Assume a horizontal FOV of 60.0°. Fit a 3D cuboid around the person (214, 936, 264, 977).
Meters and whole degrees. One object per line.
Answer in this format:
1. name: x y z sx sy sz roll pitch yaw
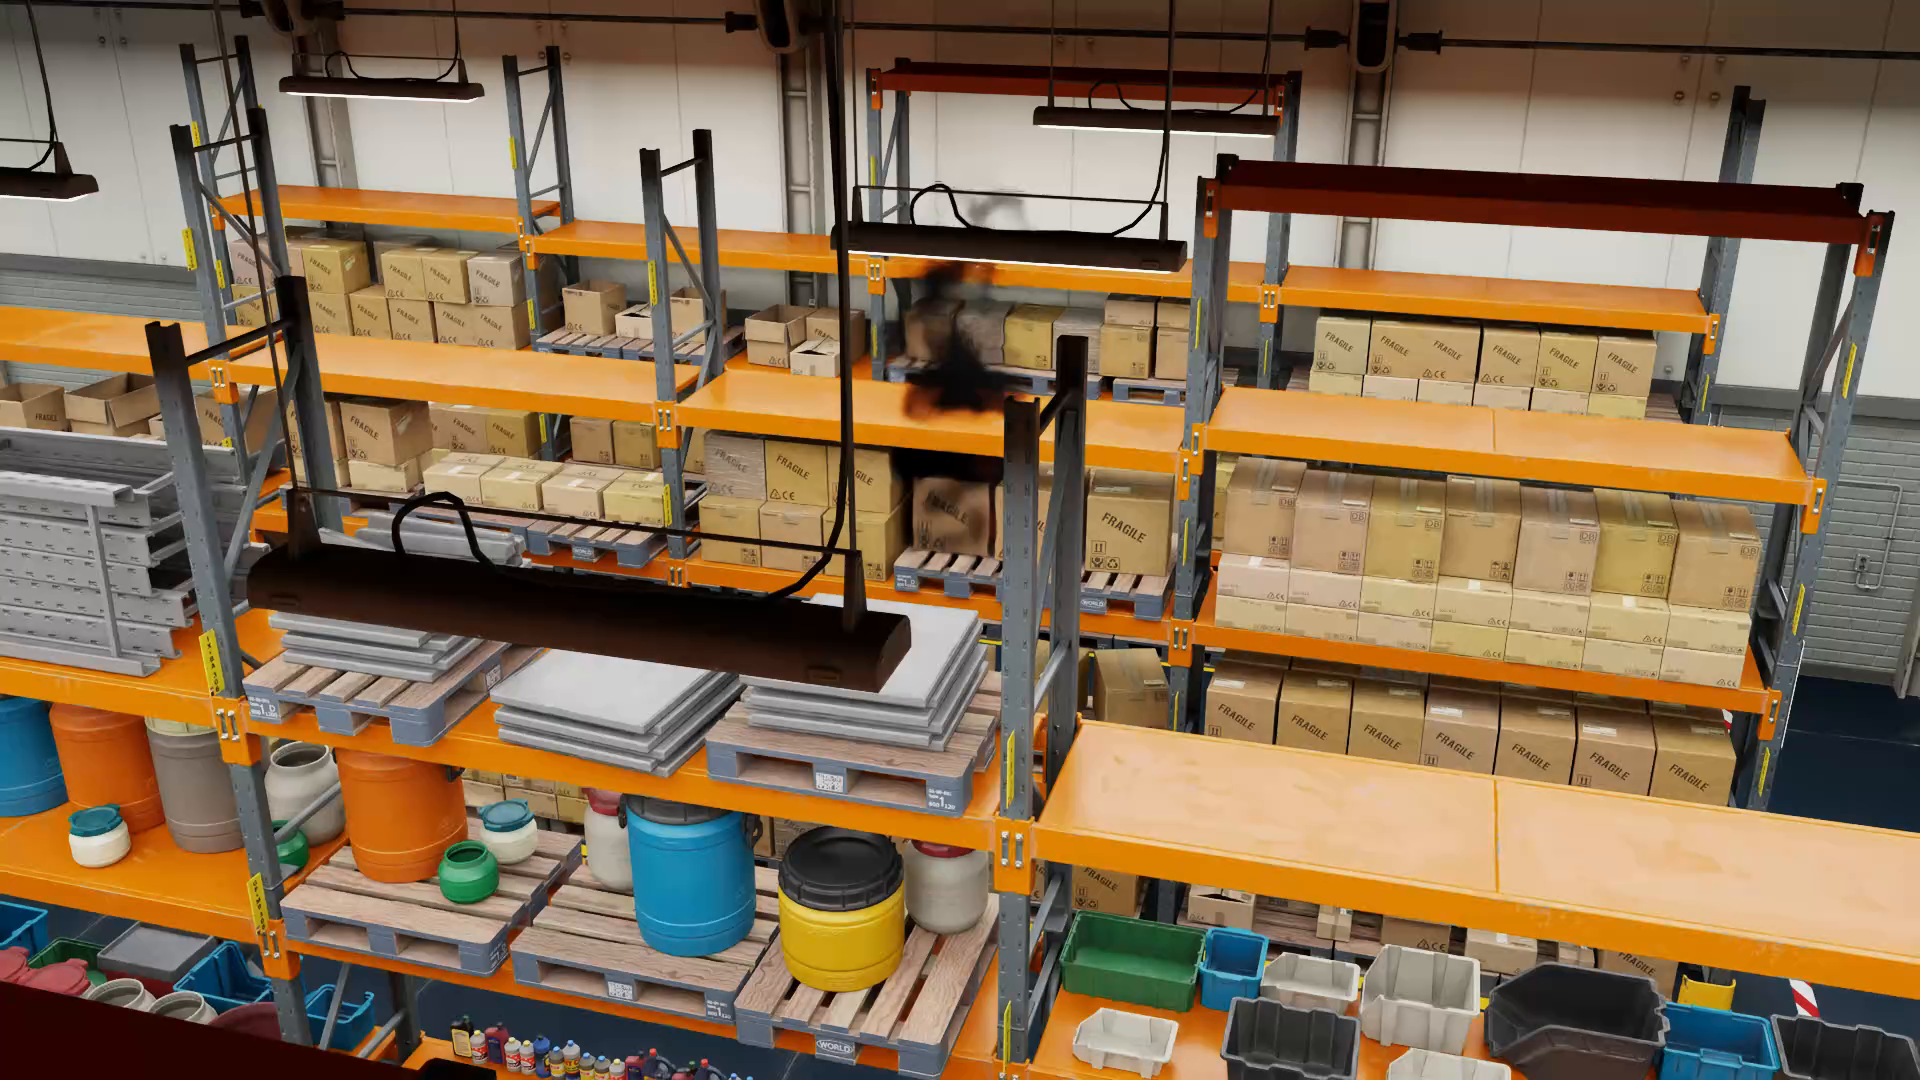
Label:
1. person: -5.209 2.768 11.949 0.572 1.653 0.571 6 23 13
